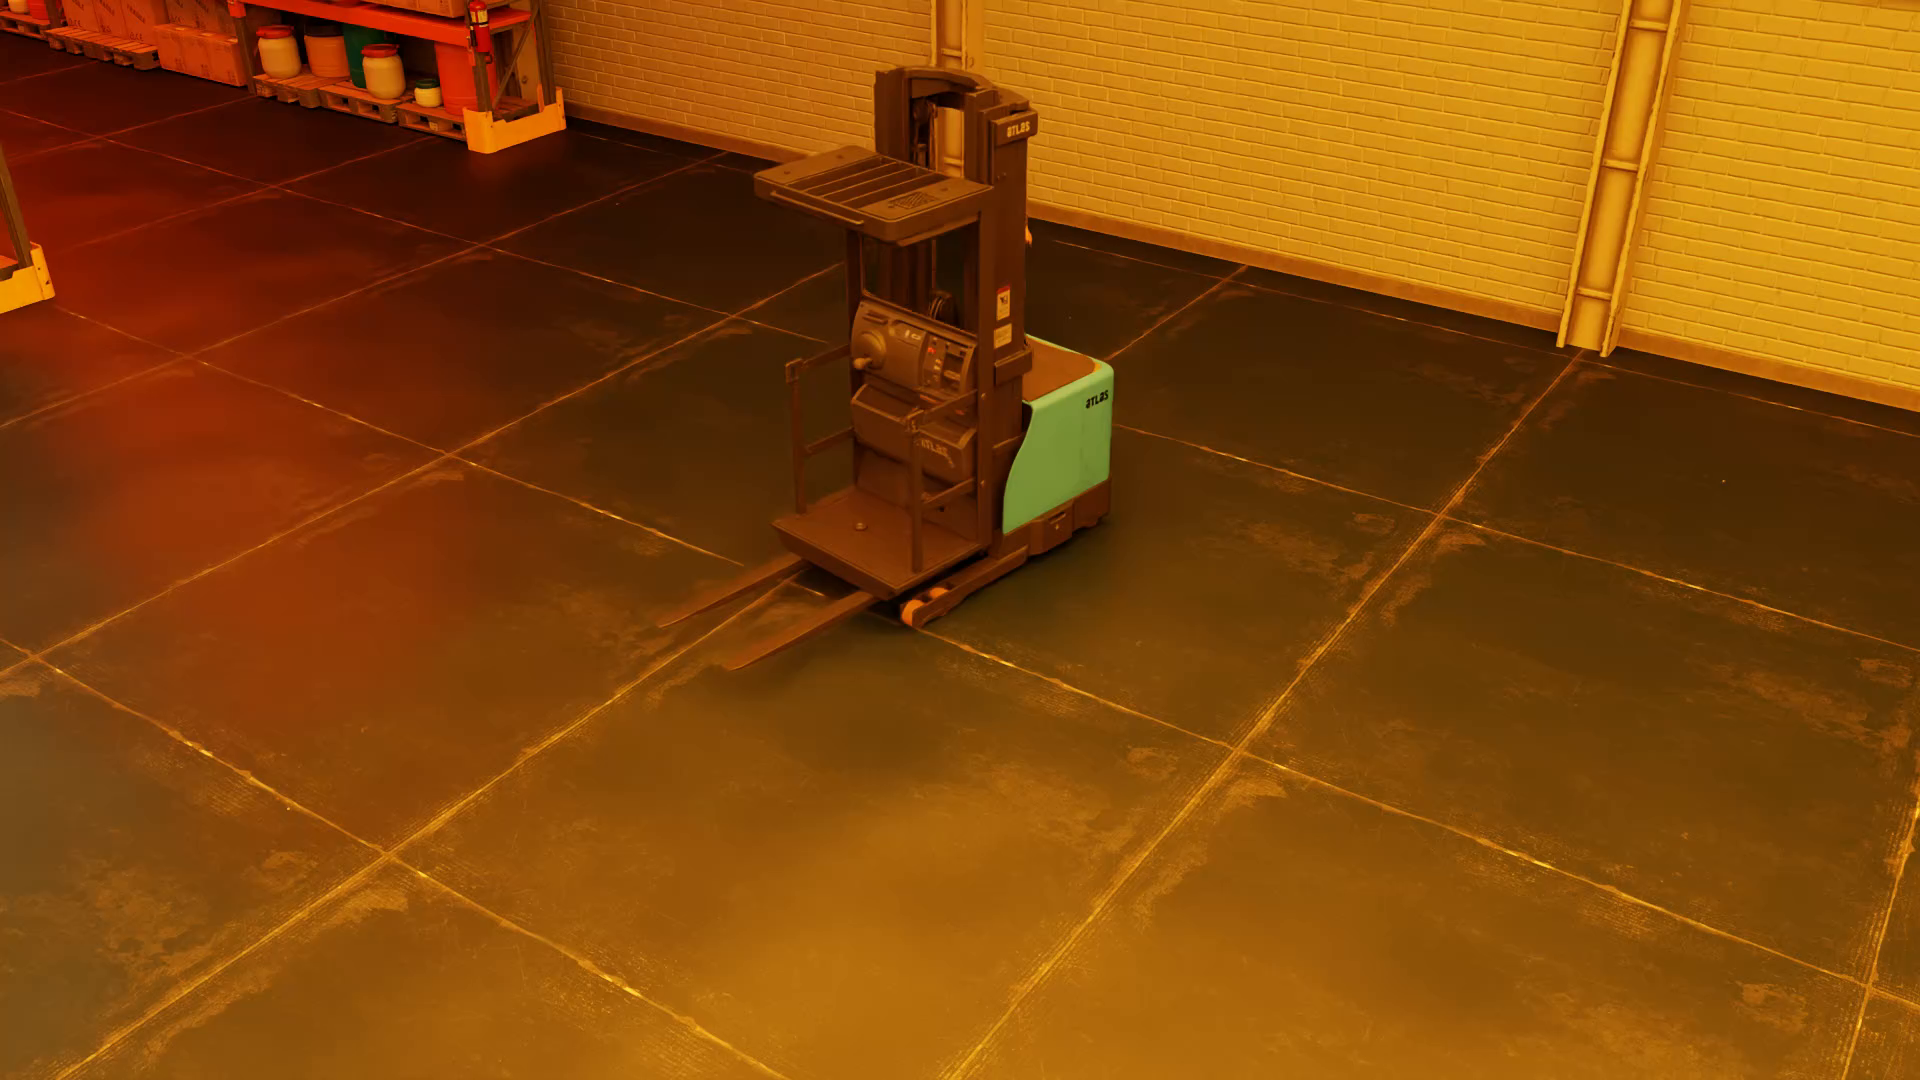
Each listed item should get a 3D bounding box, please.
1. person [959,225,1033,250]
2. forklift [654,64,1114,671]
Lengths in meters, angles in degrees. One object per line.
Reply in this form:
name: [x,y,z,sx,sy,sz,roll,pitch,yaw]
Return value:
person: [0.295,-2.296,12.837,0.602,1.679,0.764,-6,31,-11]
forklift: [-0.419,-1.044,9.380,1.130,2.935,3.031,26,39,37]
